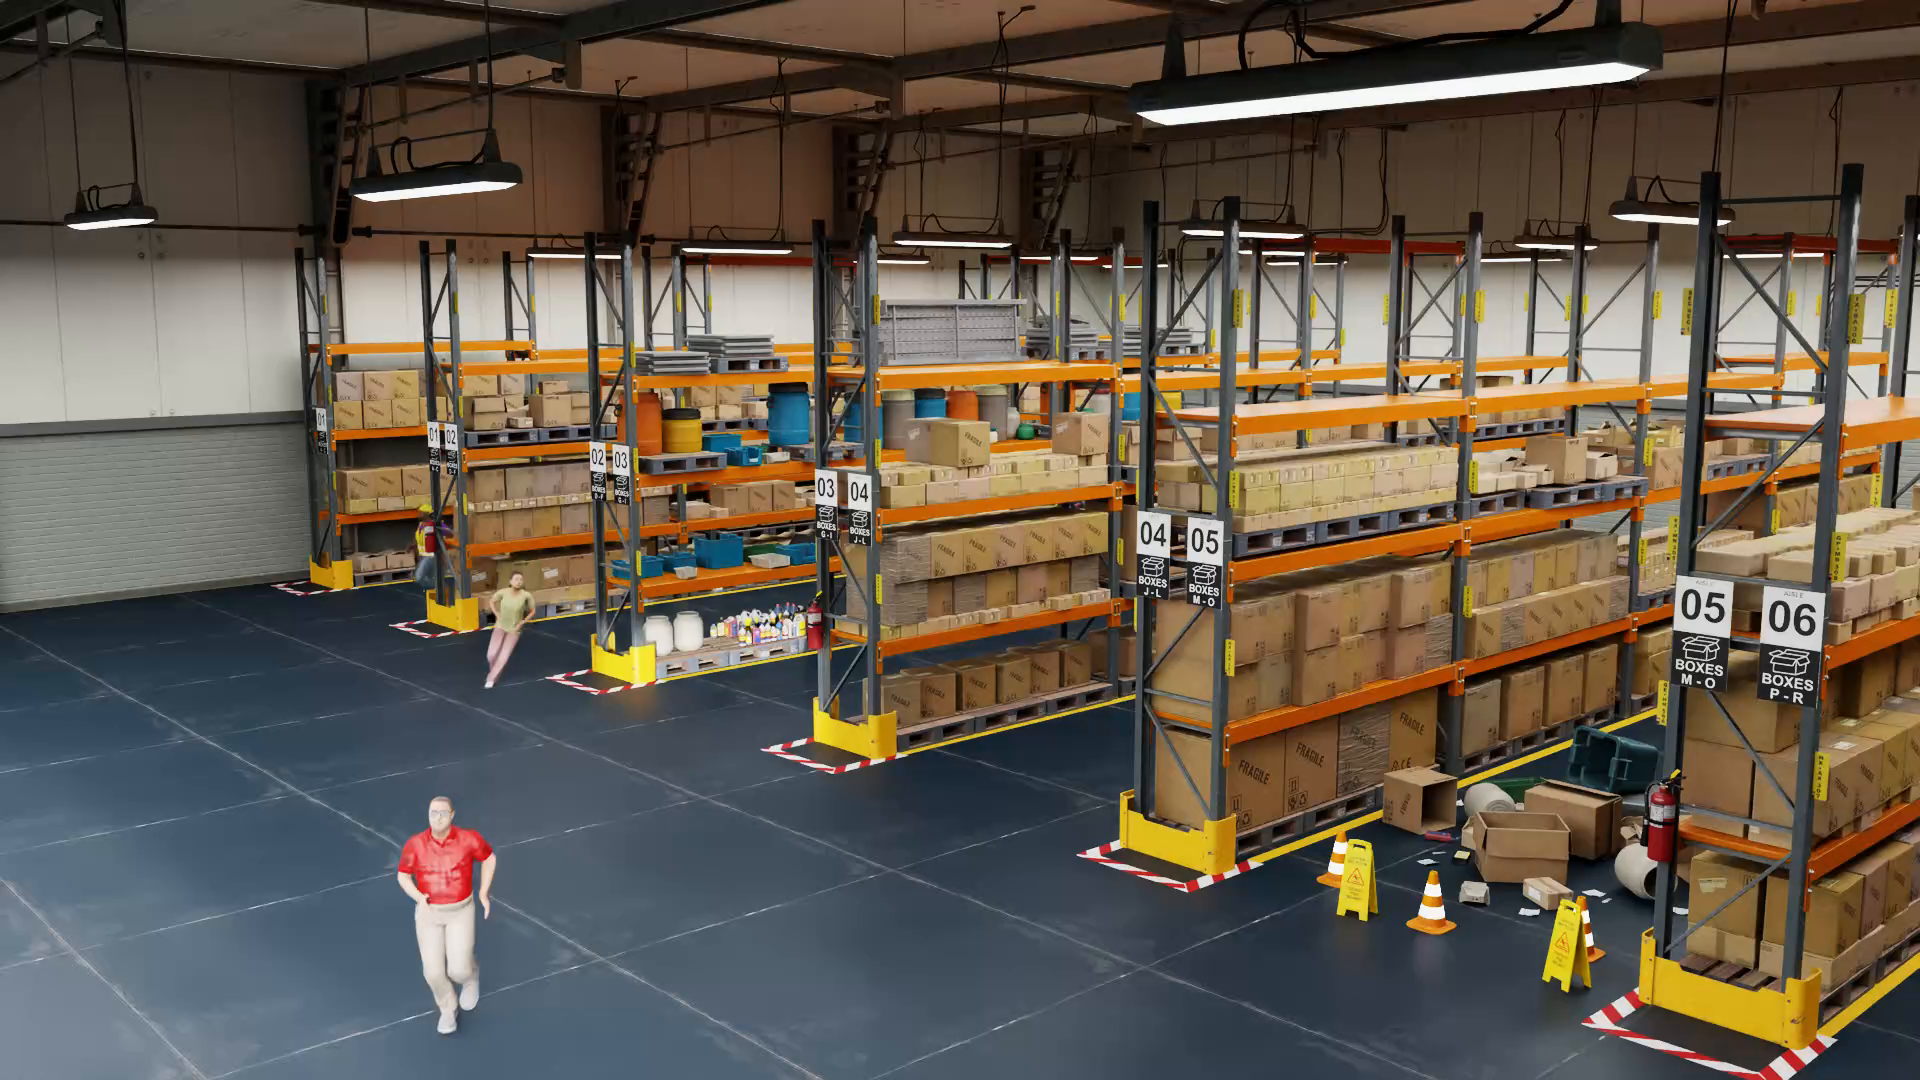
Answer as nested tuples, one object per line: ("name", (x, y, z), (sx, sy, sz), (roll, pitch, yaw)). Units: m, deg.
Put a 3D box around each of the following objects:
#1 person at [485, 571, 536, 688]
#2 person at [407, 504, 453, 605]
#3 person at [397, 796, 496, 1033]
("person", (-5.960, 1.179, 21.983), (0.688, 1.568, 0.506), (-1, 8, -5))
("person", (-8.804, 0.265, 27.516), (0.748, 1.731, 0.596), (8, 11, 43))
("person", (-3.607, 2.642, 11.674), (0.658, 1.686, 0.565), (-1, 8, -9))
